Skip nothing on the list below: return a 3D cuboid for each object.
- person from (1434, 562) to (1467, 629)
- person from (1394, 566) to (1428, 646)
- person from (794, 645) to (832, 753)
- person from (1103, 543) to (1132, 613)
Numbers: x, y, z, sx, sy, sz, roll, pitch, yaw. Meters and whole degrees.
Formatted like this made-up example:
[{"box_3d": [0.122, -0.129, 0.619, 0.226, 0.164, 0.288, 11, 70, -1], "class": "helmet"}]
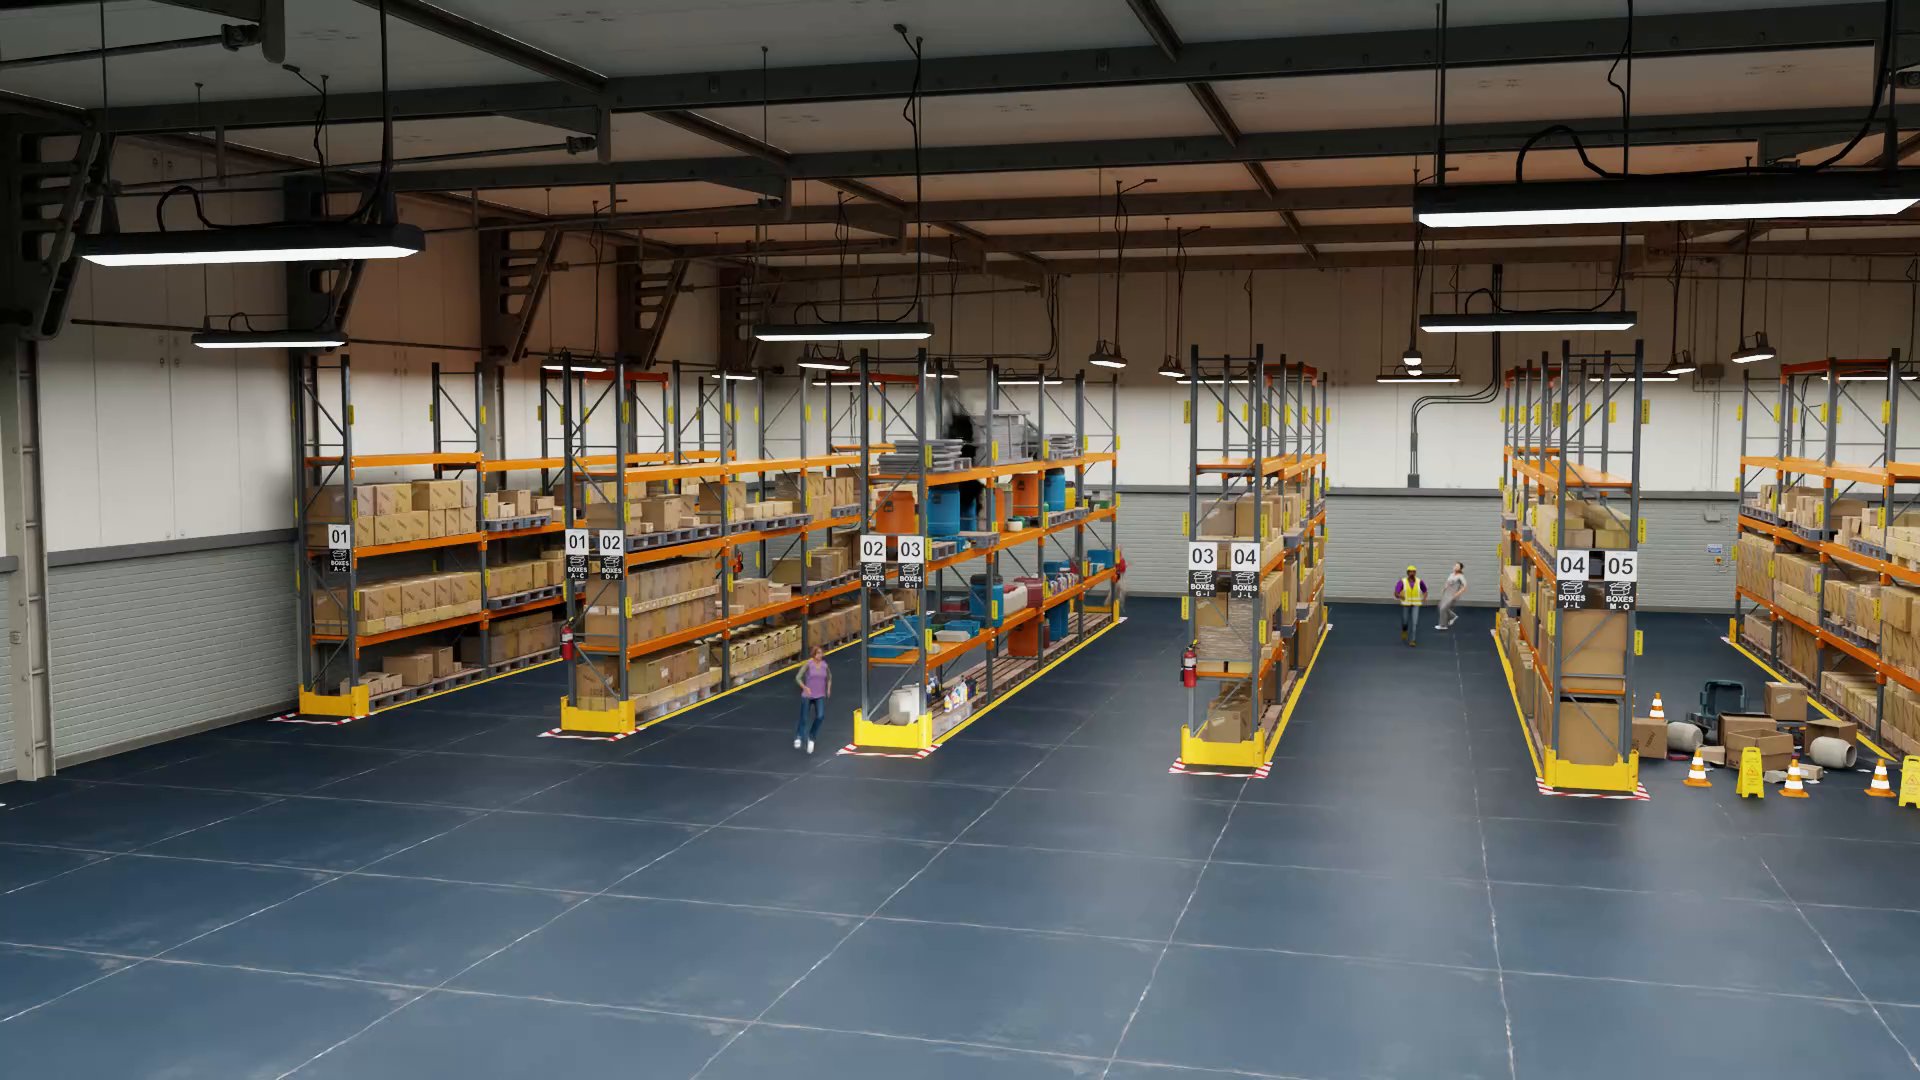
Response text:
[{"box_3d": [11.433, 1.302, 38.665, 0.606, 1.585, 0.628, -1, 4, -17], "class": "person"}, {"box_3d": [9.832, 1.425, 36.234, 0.714, 1.731, 0.791, 1, 4, 10], "class": "person"}, {"box_3d": [-2.170, 2.364, 24.836, 0.602, 1.579, 0.611, -1, 5, -19], "class": "person"}, {"box_3d": [4.012, 0.981, 42.330, 0.778, 1.800, 0.631, 1, 5, 19], "class": "person"}]
